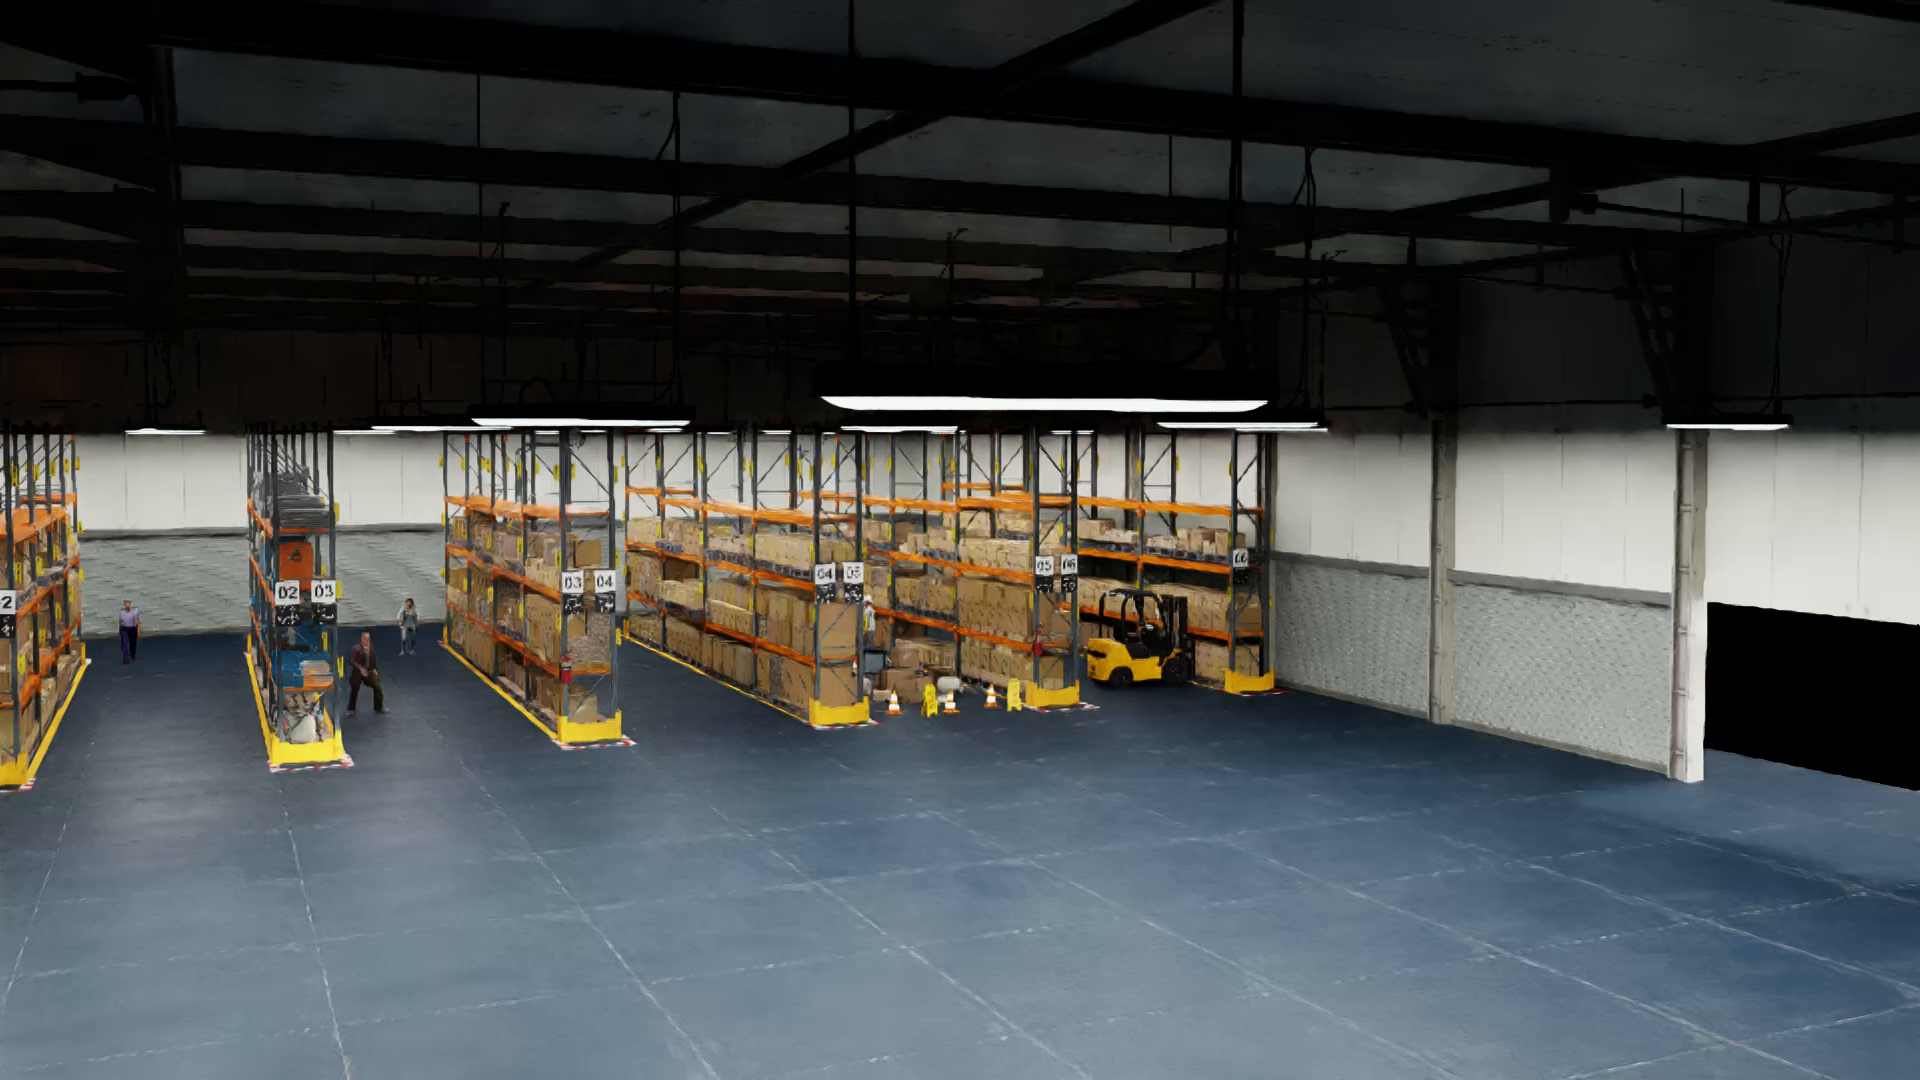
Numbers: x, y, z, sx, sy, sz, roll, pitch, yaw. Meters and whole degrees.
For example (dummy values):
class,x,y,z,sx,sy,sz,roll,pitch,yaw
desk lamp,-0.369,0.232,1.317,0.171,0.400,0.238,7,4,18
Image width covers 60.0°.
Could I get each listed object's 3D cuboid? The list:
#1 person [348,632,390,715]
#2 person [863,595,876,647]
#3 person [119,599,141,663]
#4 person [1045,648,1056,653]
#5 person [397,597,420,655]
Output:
class,x,y,z,sx,sy,sz,roll,pitch,yaw
person,-12.216,2.725,34.065,0.856,1.719,0.725,3,5,44
person,-2.311,2.249,41.216,0.583,1.768,0.630,0,4,-1
person,-21.060,2.287,42.189,0.493,1.589,1.000,-2,4,-26
person,2.088,2.424,39.213,0.542,1.667,0.573,0,4,8
person,-14.395,2.247,43.411,0.566,1.541,0.519,-2,4,-27
